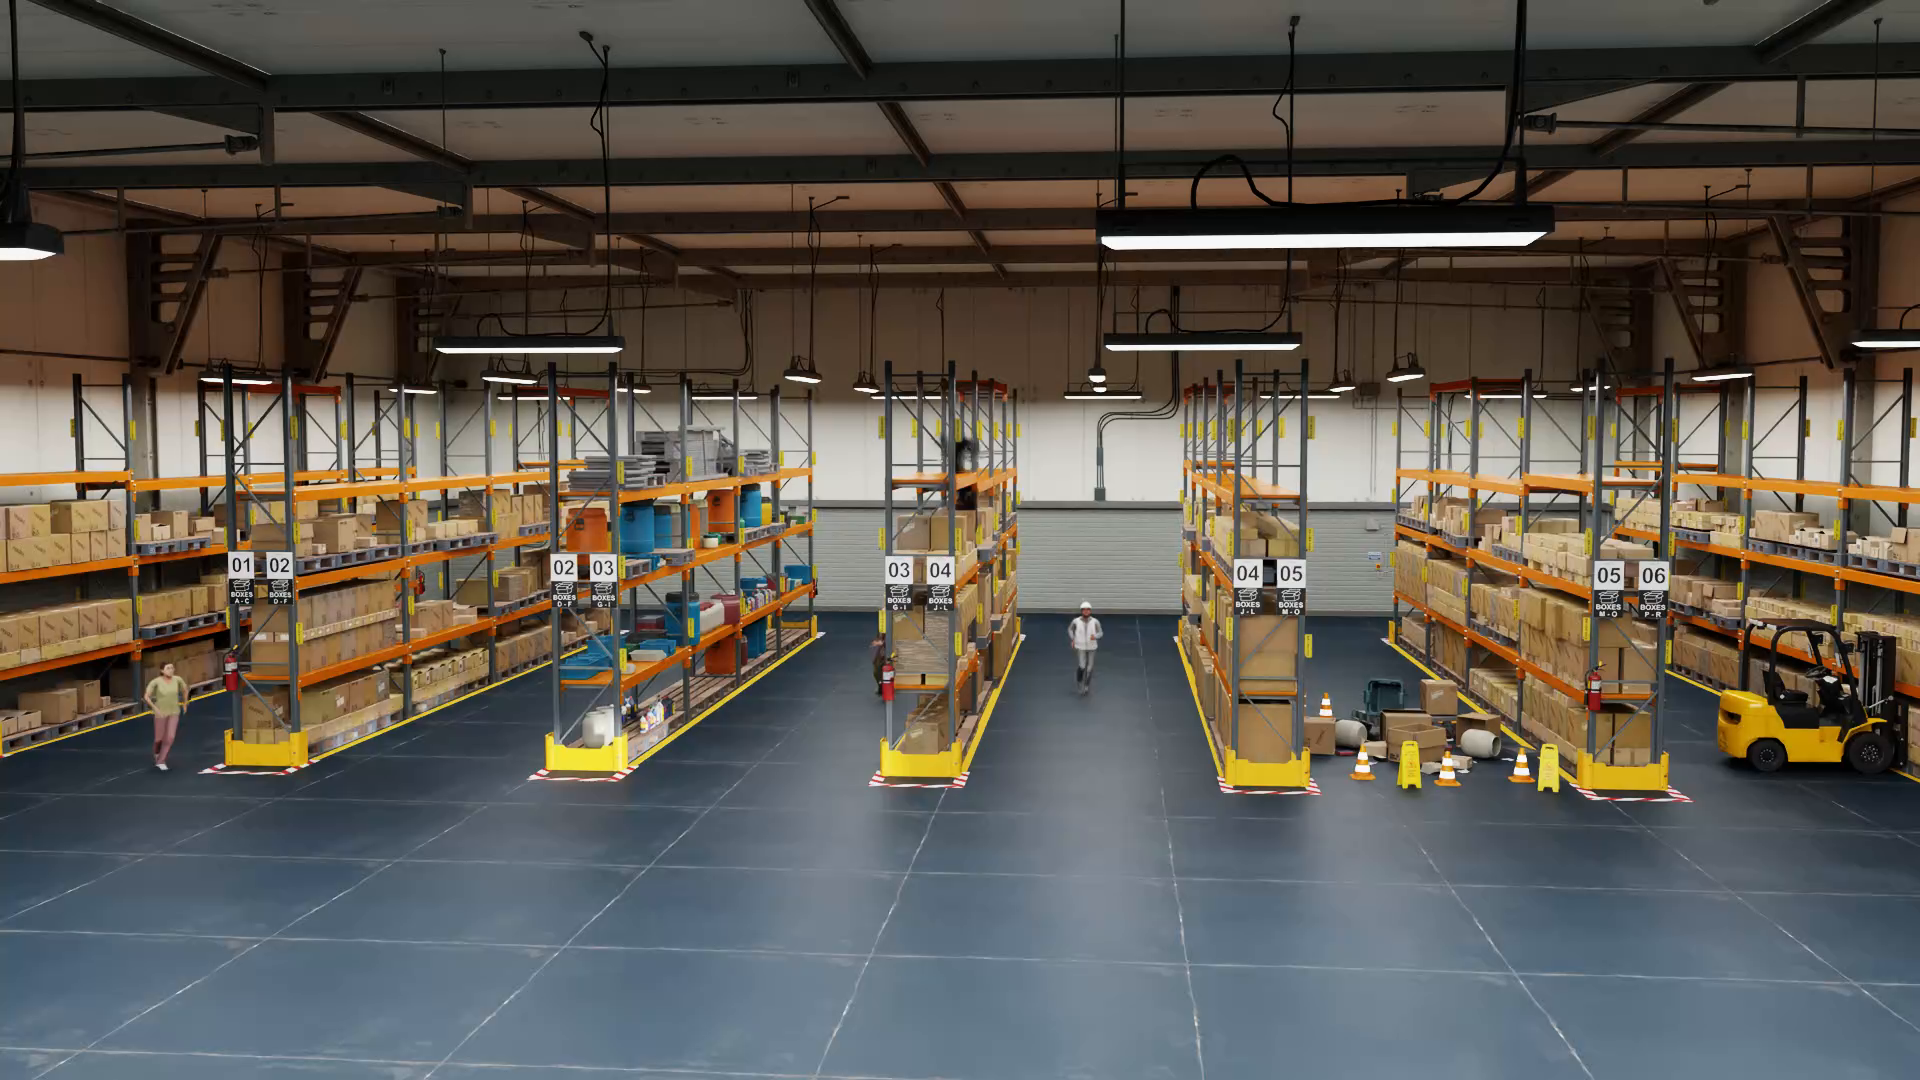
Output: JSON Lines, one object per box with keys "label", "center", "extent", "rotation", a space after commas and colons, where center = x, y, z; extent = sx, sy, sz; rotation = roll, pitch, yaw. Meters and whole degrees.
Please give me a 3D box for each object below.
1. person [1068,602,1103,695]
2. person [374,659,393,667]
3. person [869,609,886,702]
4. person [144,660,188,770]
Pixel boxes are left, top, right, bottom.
{"label": "person", "center": [2.380, 2.054, 31.413], "extent": [0.636, 1.760, 0.691], "rotation": [0, 4, -3]}
{"label": "person", "center": [-11.617, 1.956, 33.353], "extent": [0.661, 1.695, 0.653], "rotation": [0, 4, 1]}
{"label": "person", "center": [-1.360, 2.134, 30.988], "extent": [0.820, 1.731, 0.755], "rotation": [3, 5, 35]}
{"label": "person", "center": [-11.800, 2.578, 24.737], "extent": [0.606, 1.629, 0.564], "rotation": [-3, 5, -34]}
